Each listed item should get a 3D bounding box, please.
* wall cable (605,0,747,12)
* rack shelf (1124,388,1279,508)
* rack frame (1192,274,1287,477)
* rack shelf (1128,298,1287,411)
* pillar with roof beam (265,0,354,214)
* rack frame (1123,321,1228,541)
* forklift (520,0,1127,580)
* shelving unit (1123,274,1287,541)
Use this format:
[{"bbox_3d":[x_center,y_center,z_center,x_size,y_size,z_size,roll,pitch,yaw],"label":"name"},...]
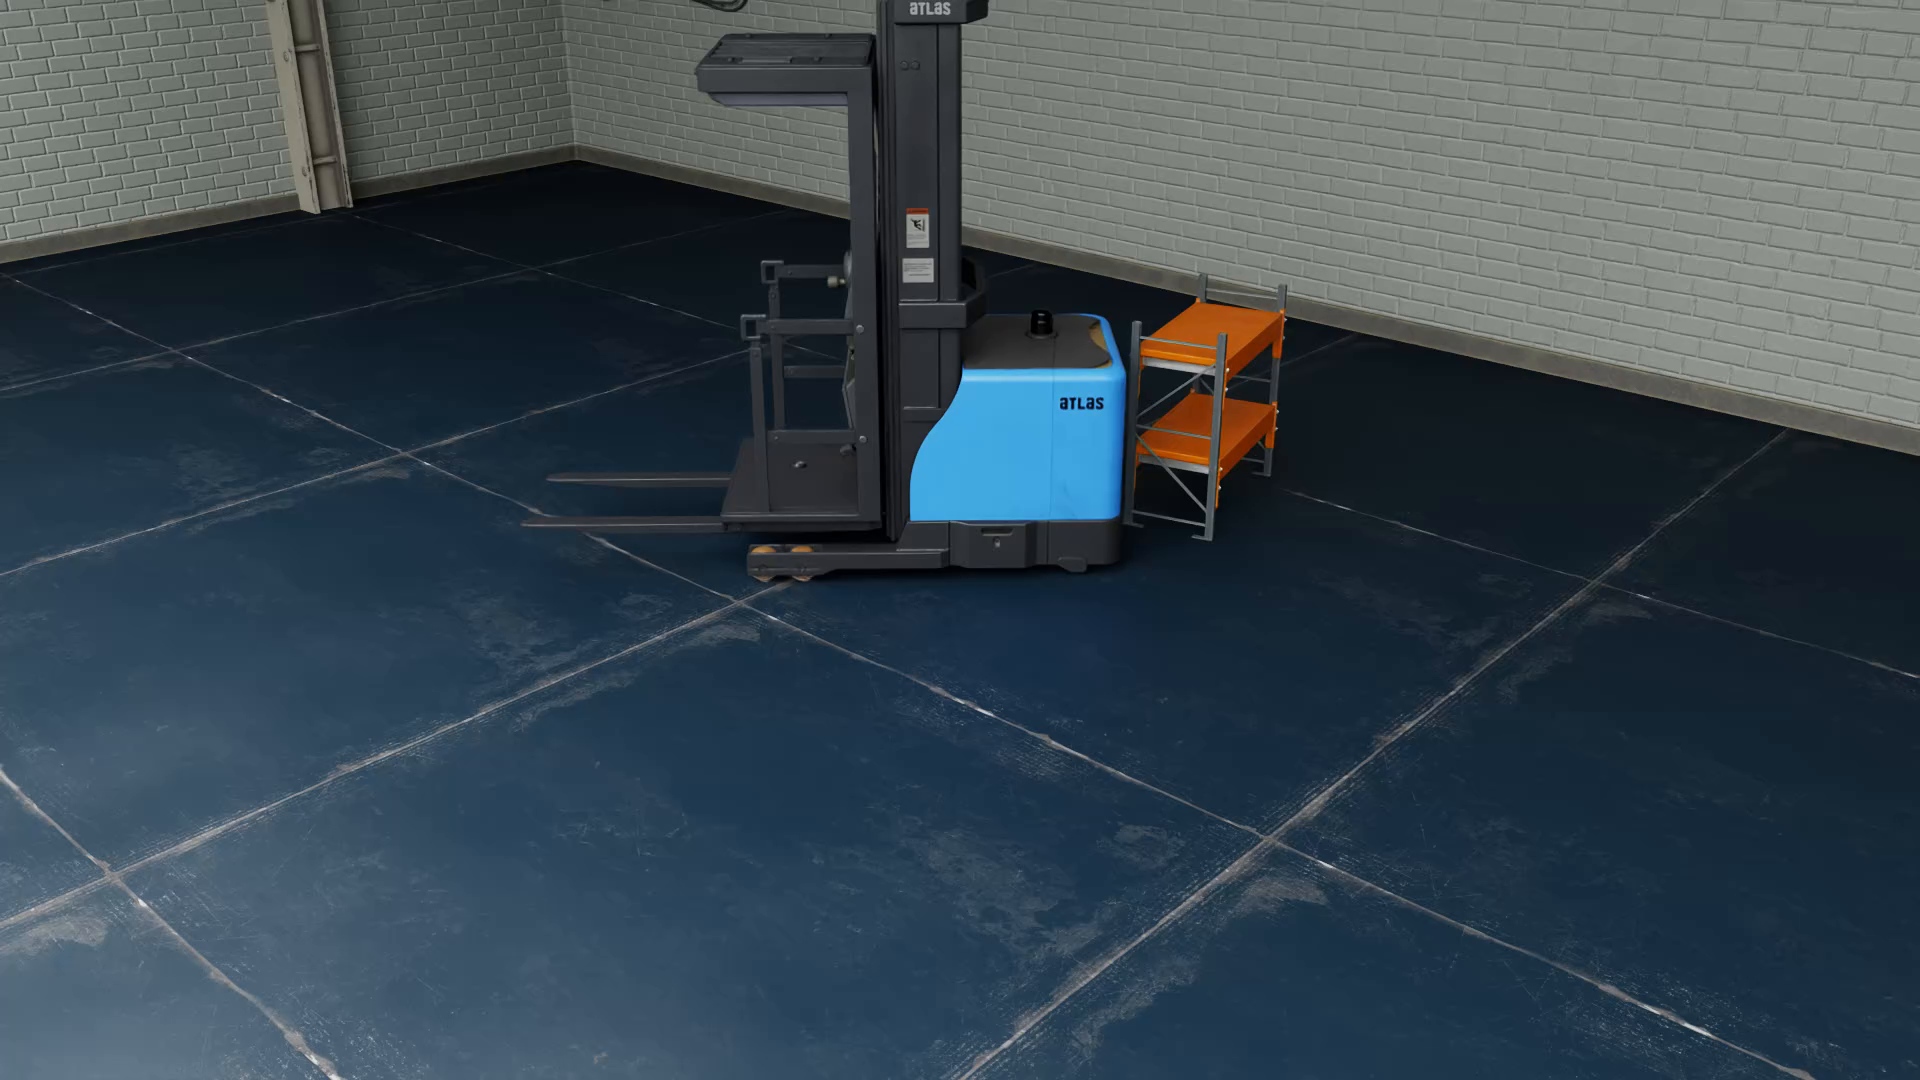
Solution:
[{"bbox_3d":[-3.063,-6.380,15.777,3.097,2.526,0.112,20,31,38],"label":"wall cable"},{"bbox_3d":[1.337,-0.520,9.133,0.538,0.278,1.000,12,27,24],"label":"rack shelf"},{"bbox_3d":[1.567,-0.929,9.446,0.500,1.125,0.032,12,27,24],"label":"rack frame"},{"bbox_3d":[1.337,-1.010,8.913,0.538,0.278,1.000,12,27,24],"label":"rack shelf"},{"bbox_3d":[-2.808,-6.085,11.323,9.100,9.000,0.400,20,31,38],"label":"pillar with roof beam"},{"bbox_3d":[1.107,-0.558,8.619,0.500,1.125,0.032,12,27,24],"label":"rack frame"},{"bbox_3d":[-0.706,-1.354,8.188,3.031,2.935,1.130,0,24,-1],"label":"forklift"},{"bbox_3d":[1.337,-0.743,9.033,0.538,1.125,1.048,12,27,24],"label":"shelving unit"}]
